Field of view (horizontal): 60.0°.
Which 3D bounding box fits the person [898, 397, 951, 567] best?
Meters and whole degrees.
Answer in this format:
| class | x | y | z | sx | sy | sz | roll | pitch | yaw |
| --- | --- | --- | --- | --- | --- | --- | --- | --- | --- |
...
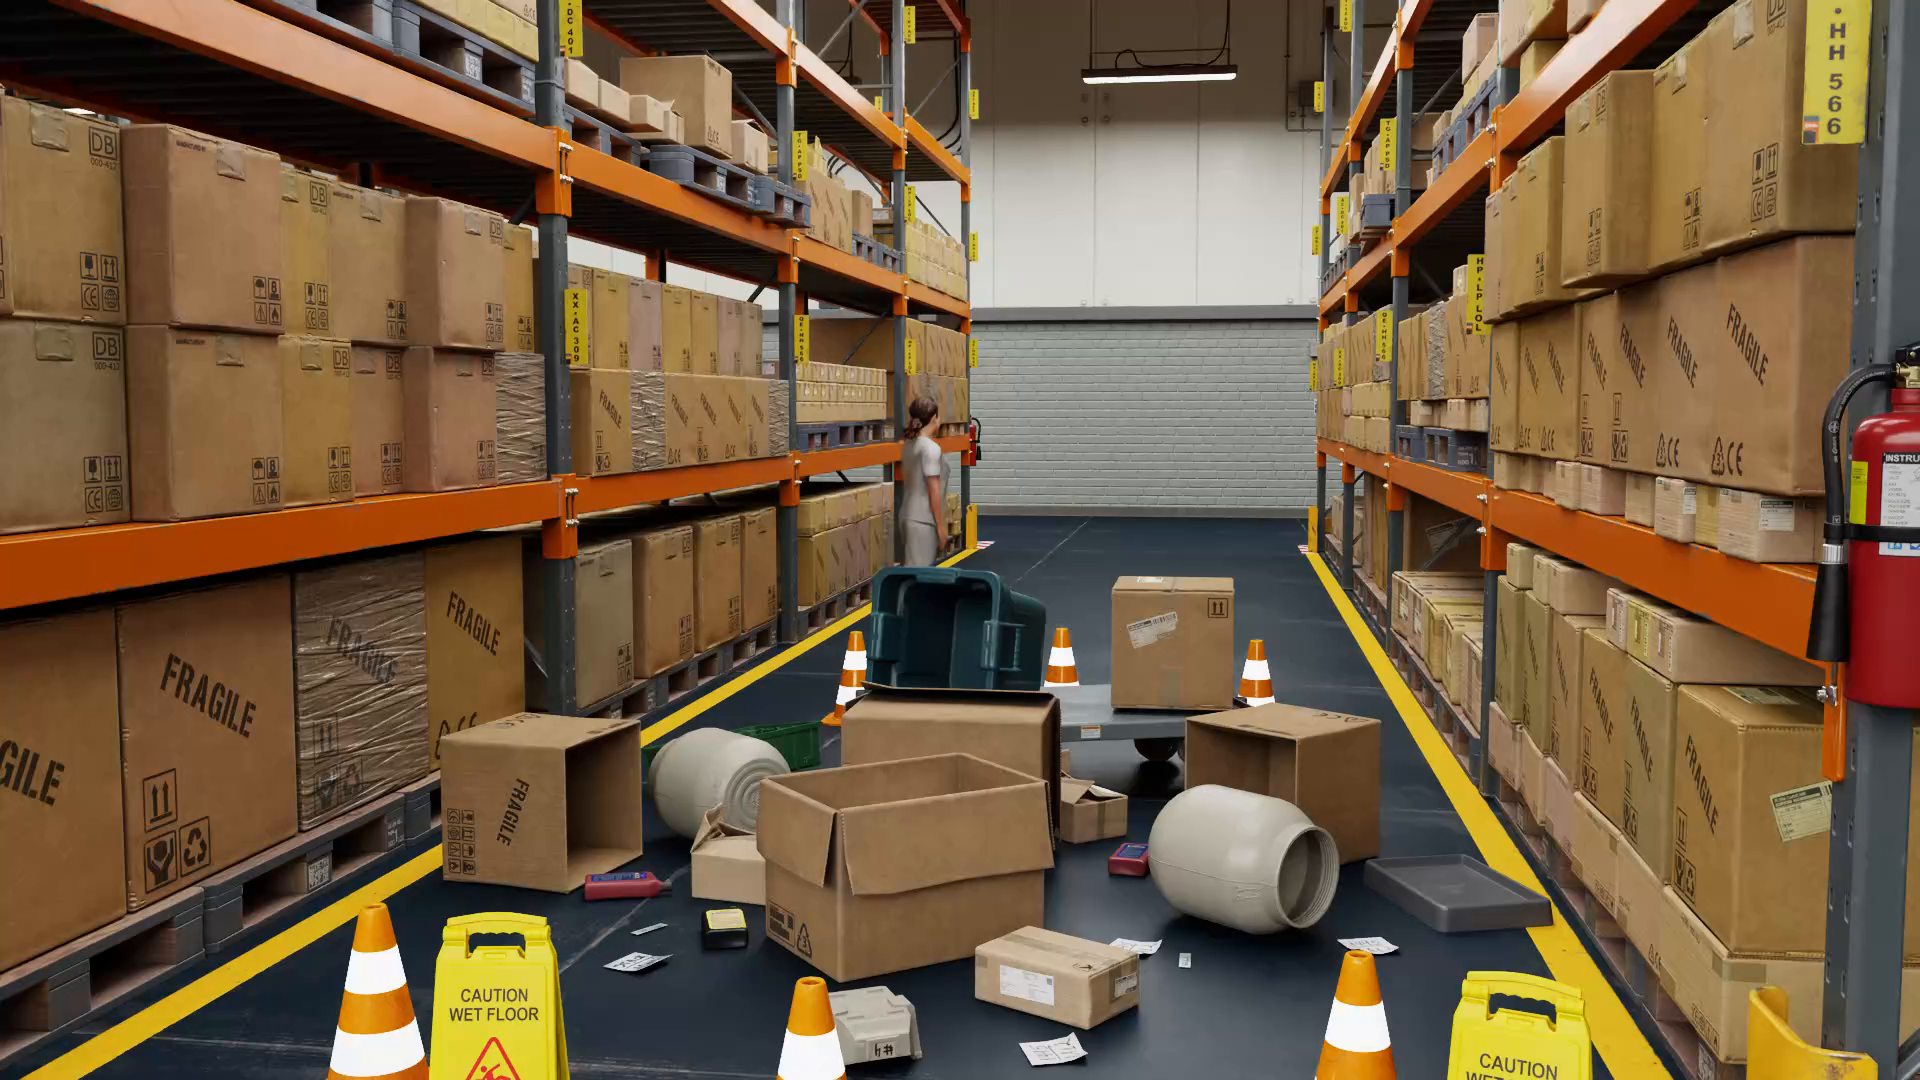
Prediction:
| class | x | y | z | sx | sy | sz | roll | pitch | yaw |
| --- | --- | --- | --- | --- | --- | --- | --- | --- | --- |
| person | -0.221 | -0.078 | 10.618 | 0.496 | 1.669 | 0.519 | -2 | 5 | -21 |
